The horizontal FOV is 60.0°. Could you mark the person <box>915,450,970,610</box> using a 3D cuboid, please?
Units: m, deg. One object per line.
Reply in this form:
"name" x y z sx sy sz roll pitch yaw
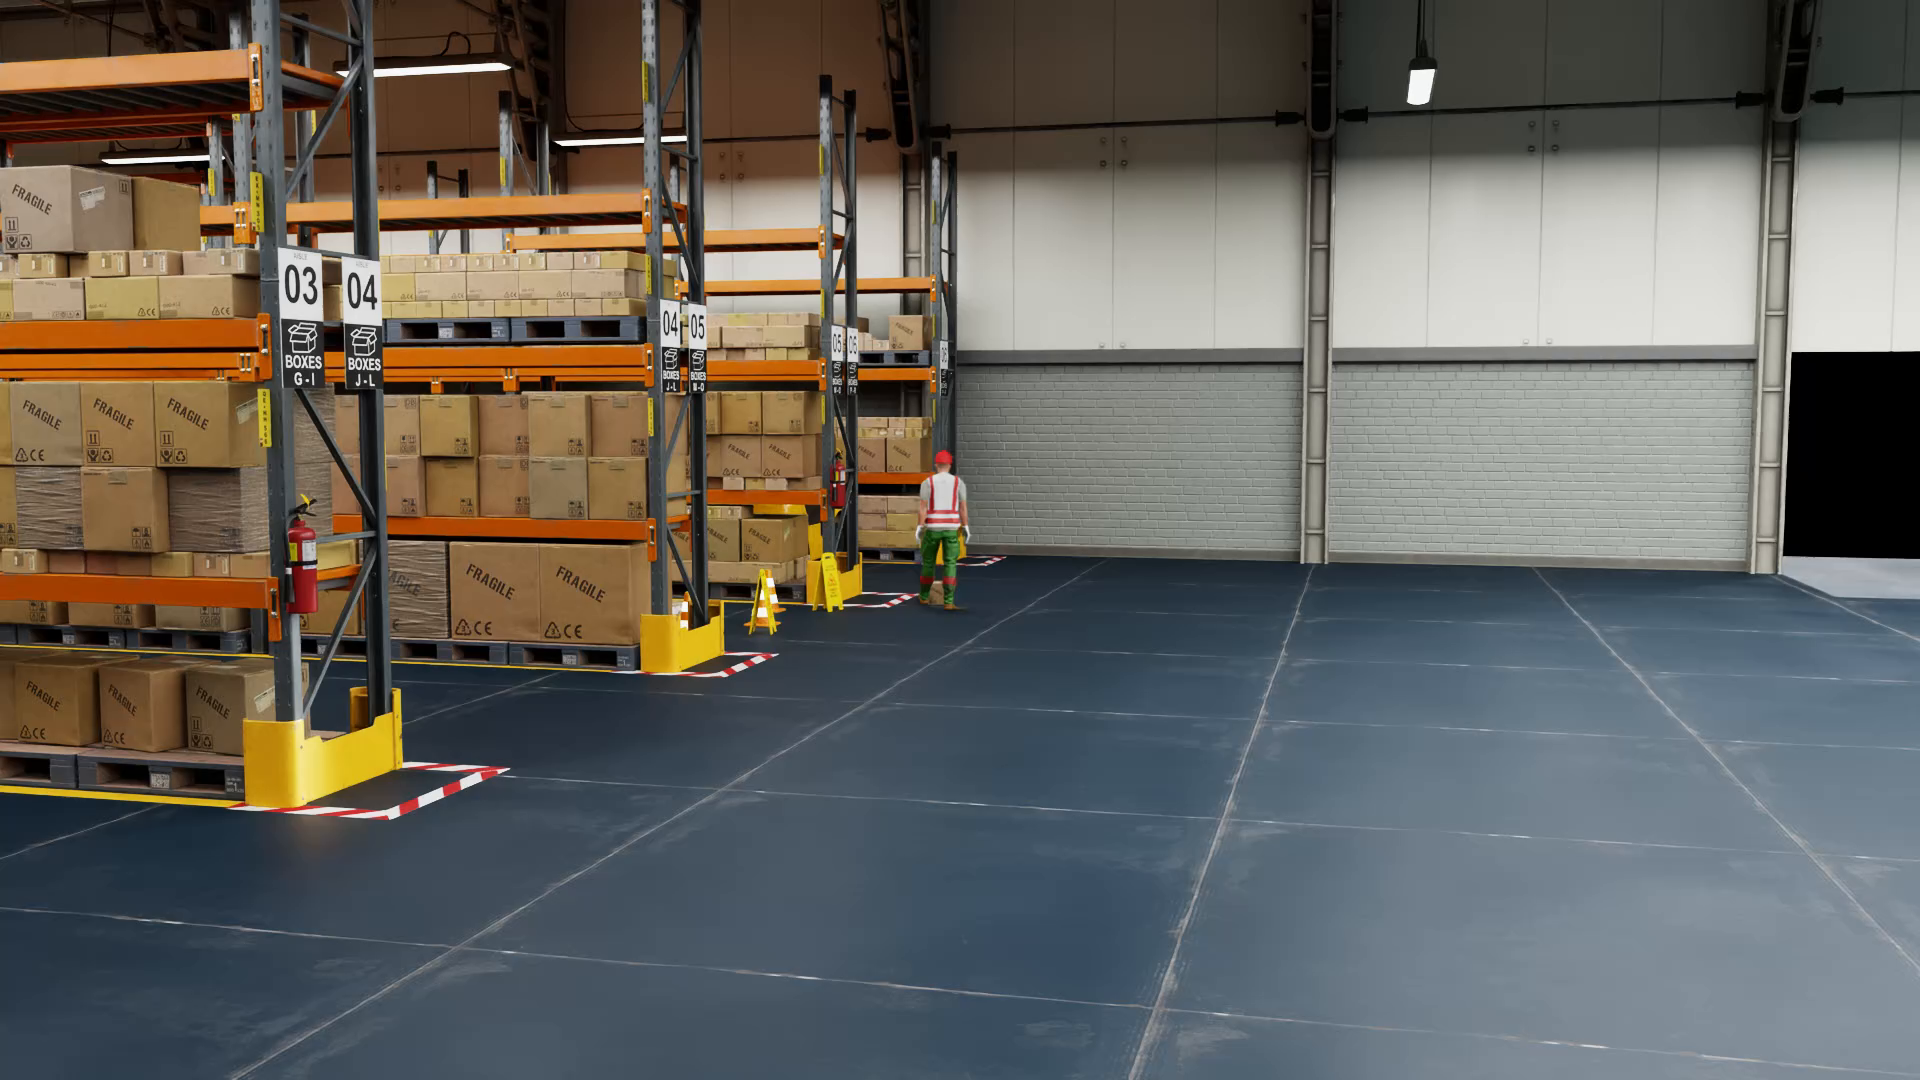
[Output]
"person" -0.208 -0.127 18.803 0.616 1.779 0.768 0 5 -5
